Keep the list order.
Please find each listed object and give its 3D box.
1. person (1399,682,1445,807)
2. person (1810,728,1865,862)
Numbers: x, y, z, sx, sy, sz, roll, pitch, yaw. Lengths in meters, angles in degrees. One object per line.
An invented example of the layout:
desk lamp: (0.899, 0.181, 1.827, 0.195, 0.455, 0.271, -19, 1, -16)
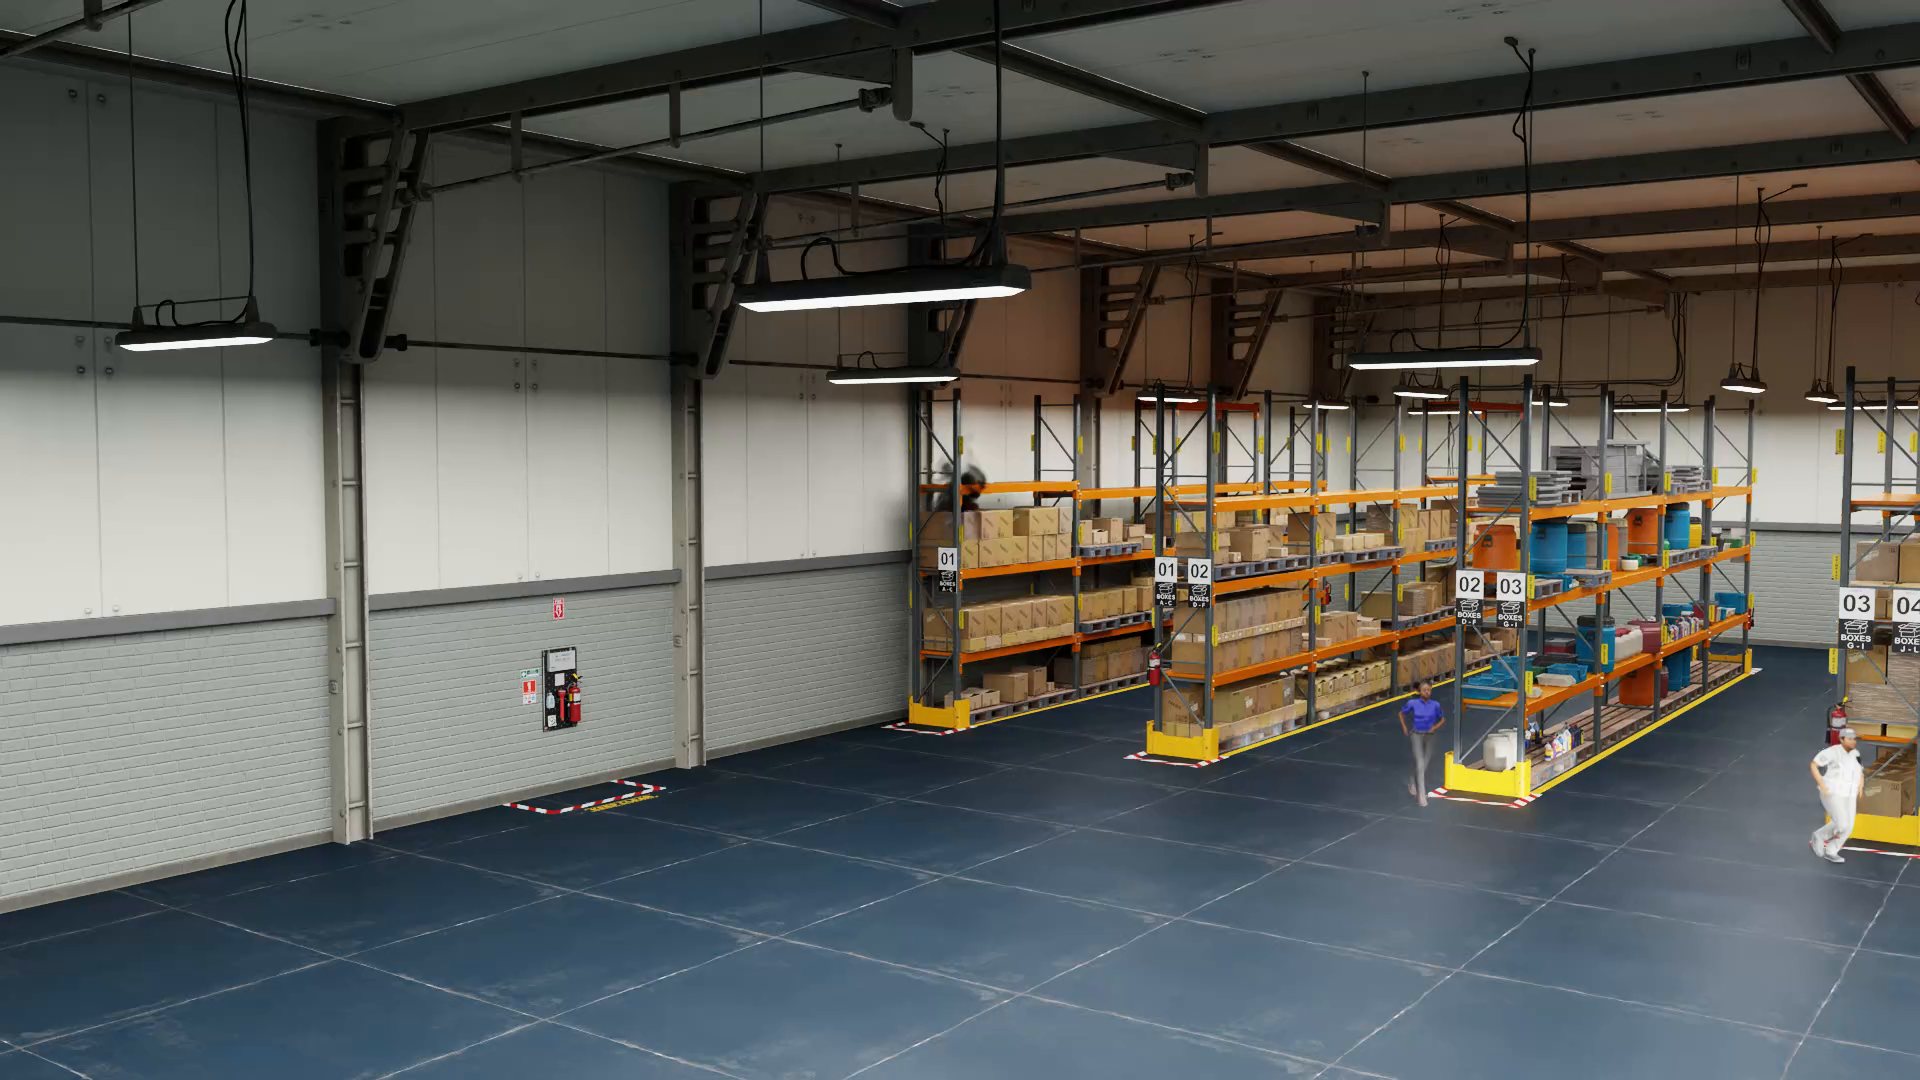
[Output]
person: (6.517, 2.849, 23.399, 0.616, 1.708, 0.804, 0, 3, -2)
person: (10.572, 3.055, 19.965, 0.642, 1.621, 0.509, -1, 3, -14)
